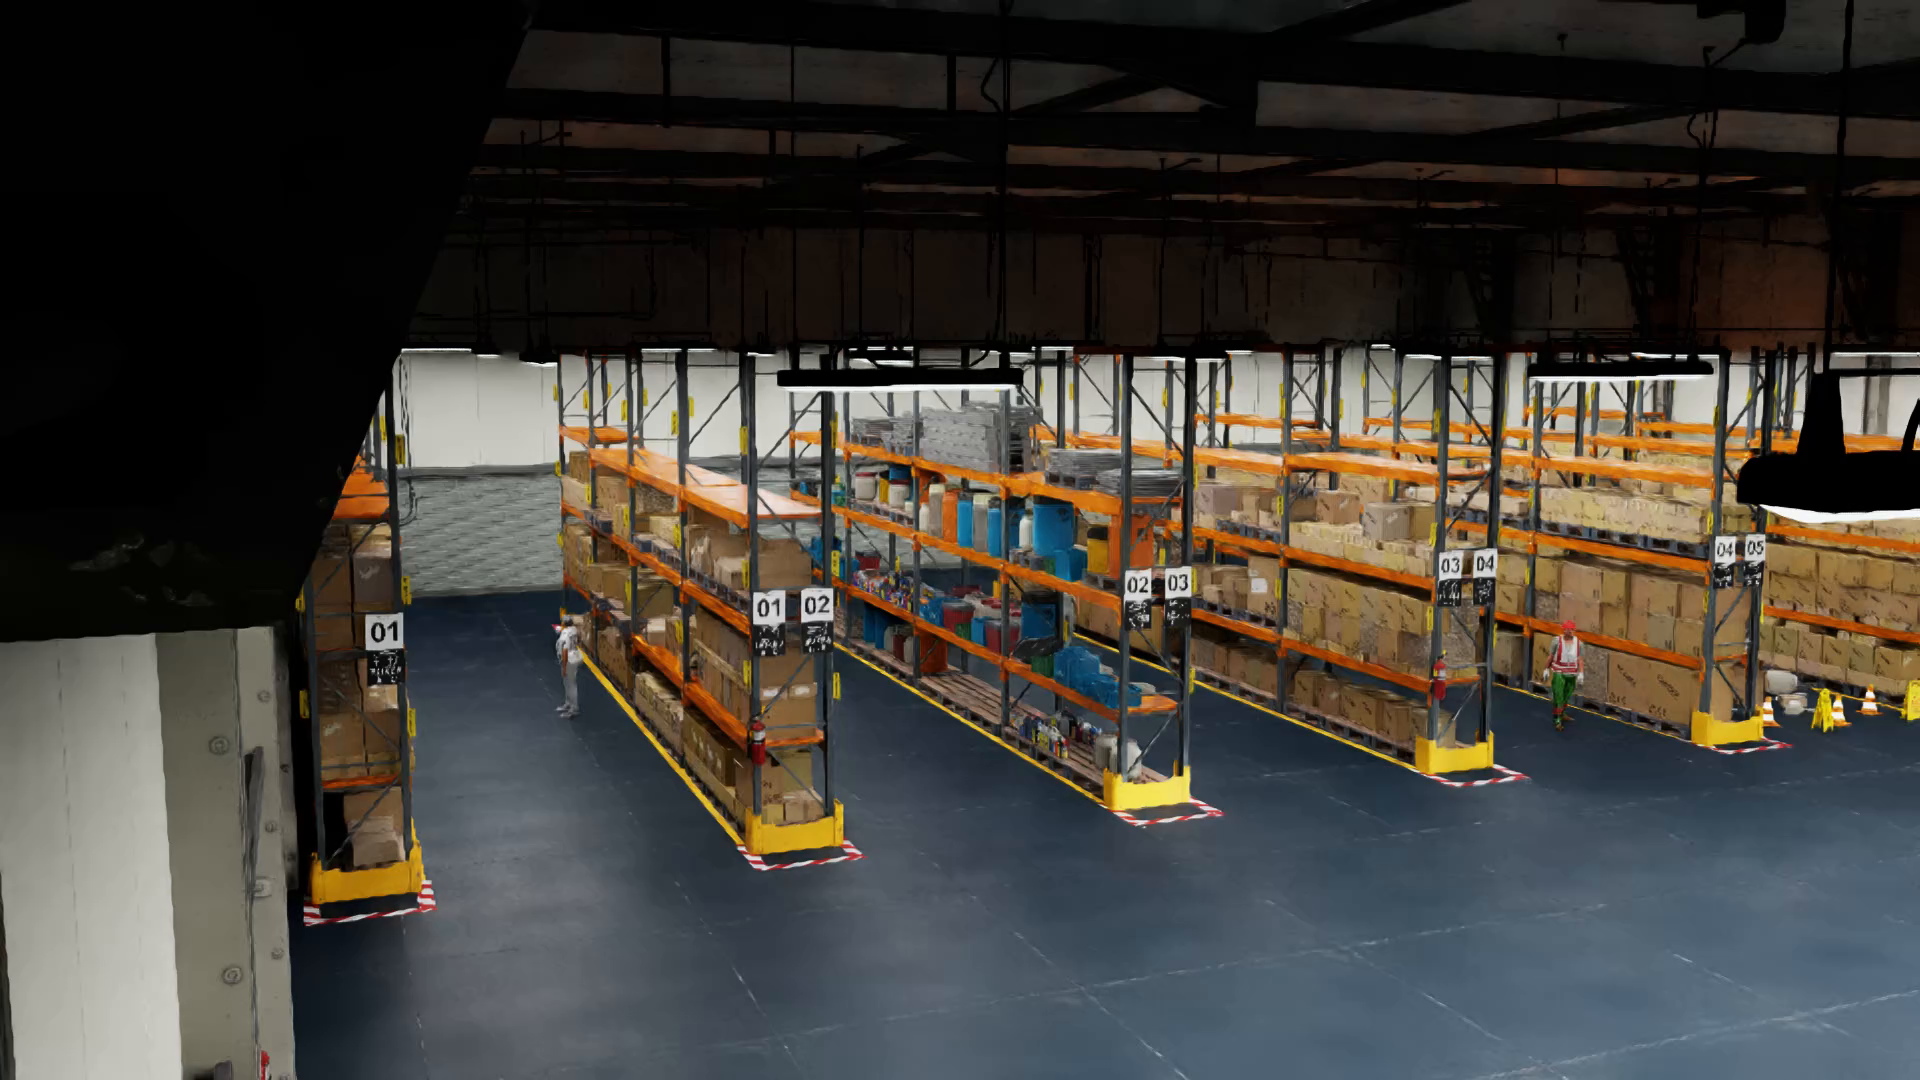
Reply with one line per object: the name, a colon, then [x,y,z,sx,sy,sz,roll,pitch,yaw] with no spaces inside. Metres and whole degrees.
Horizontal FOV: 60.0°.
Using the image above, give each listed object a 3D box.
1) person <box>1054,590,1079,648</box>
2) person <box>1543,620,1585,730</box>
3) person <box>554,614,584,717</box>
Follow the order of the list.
person: [2.062,1.400,32.606,0.580,1.618,0.507,-3,8,-23]
person: [9.623,2.118,26.439,0.590,1.744,0.961,0,7,2]
person: [-6.452,2.037,27.315,0.478,1.667,0.523,1,7,9]
